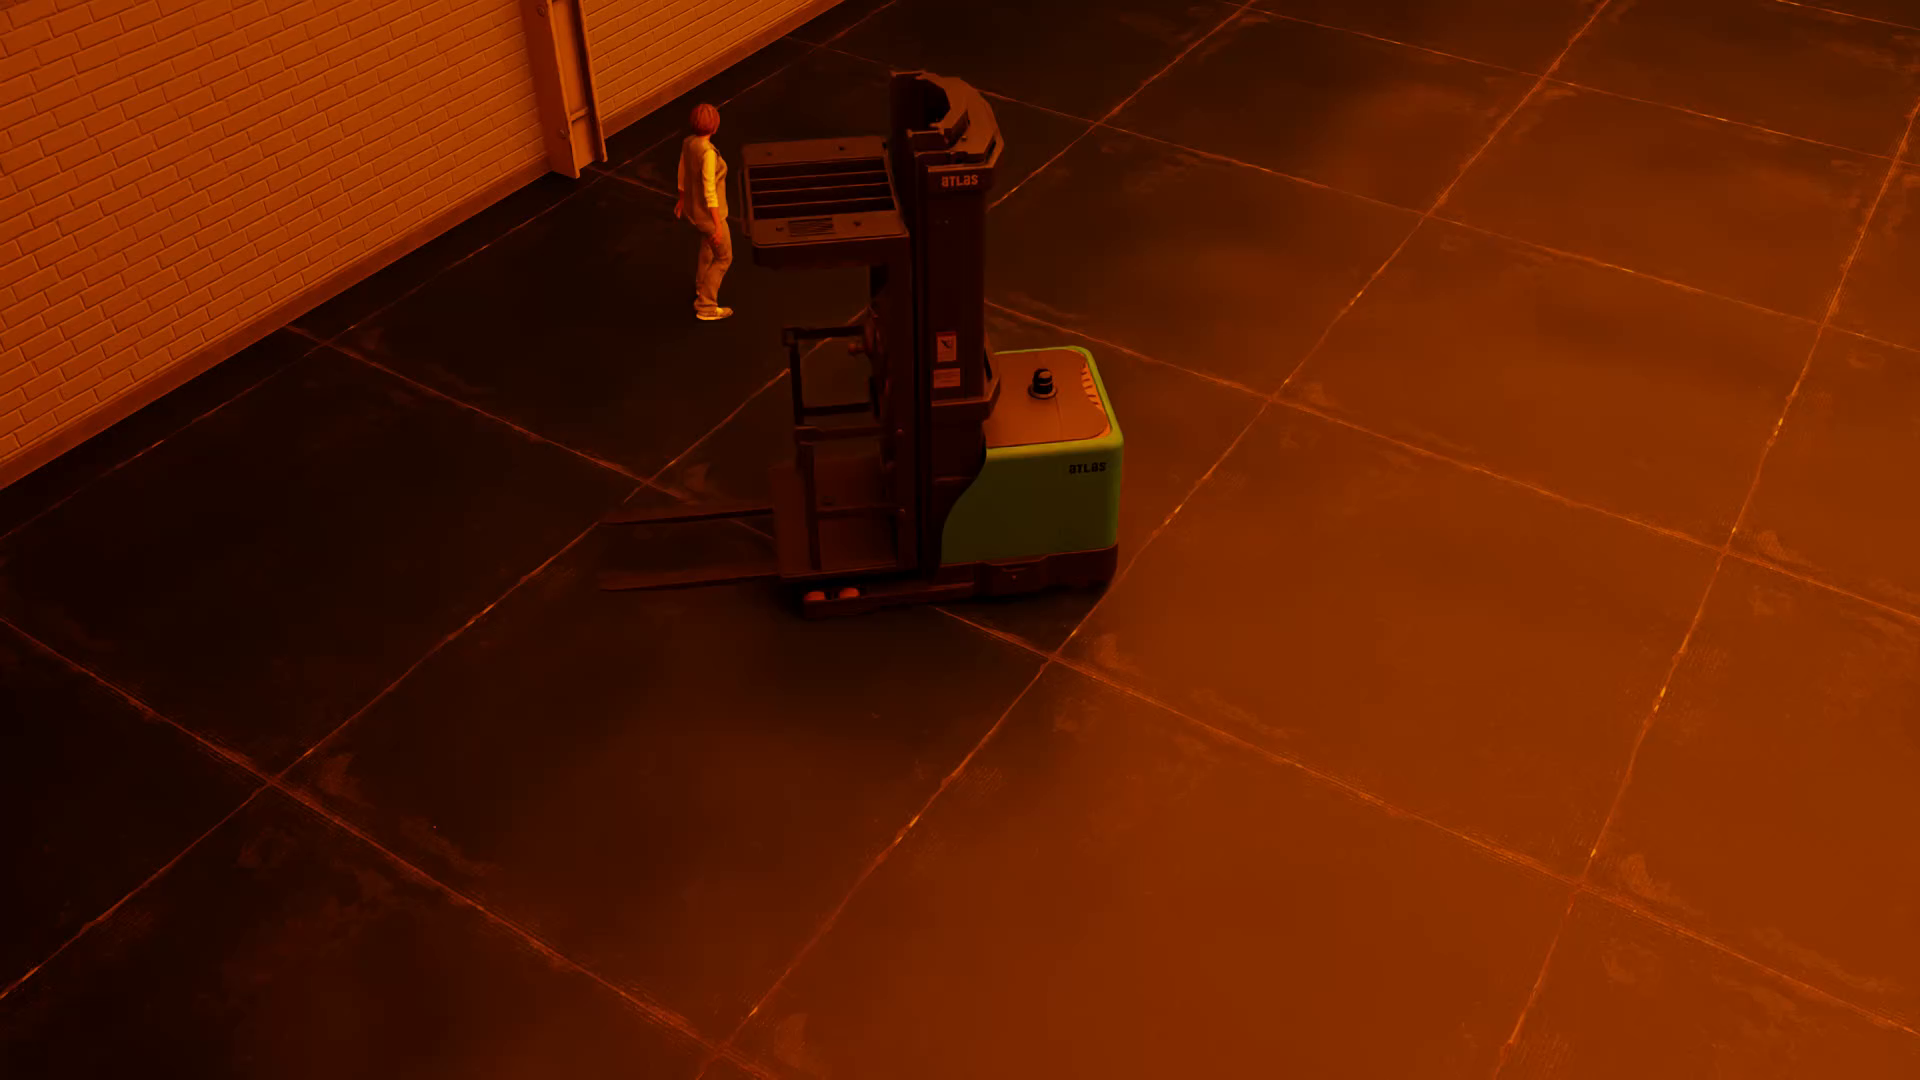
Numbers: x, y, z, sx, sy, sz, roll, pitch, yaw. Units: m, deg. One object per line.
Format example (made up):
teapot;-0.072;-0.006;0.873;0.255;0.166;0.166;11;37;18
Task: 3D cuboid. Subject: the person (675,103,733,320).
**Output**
person;-1.810;-2.315;11.781;0.402;1.568;0.731;-20;44;-22

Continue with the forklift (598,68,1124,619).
forklift;-0.633;-1.024;9.175;3.031;2.935;1.130;-6;41;-7
